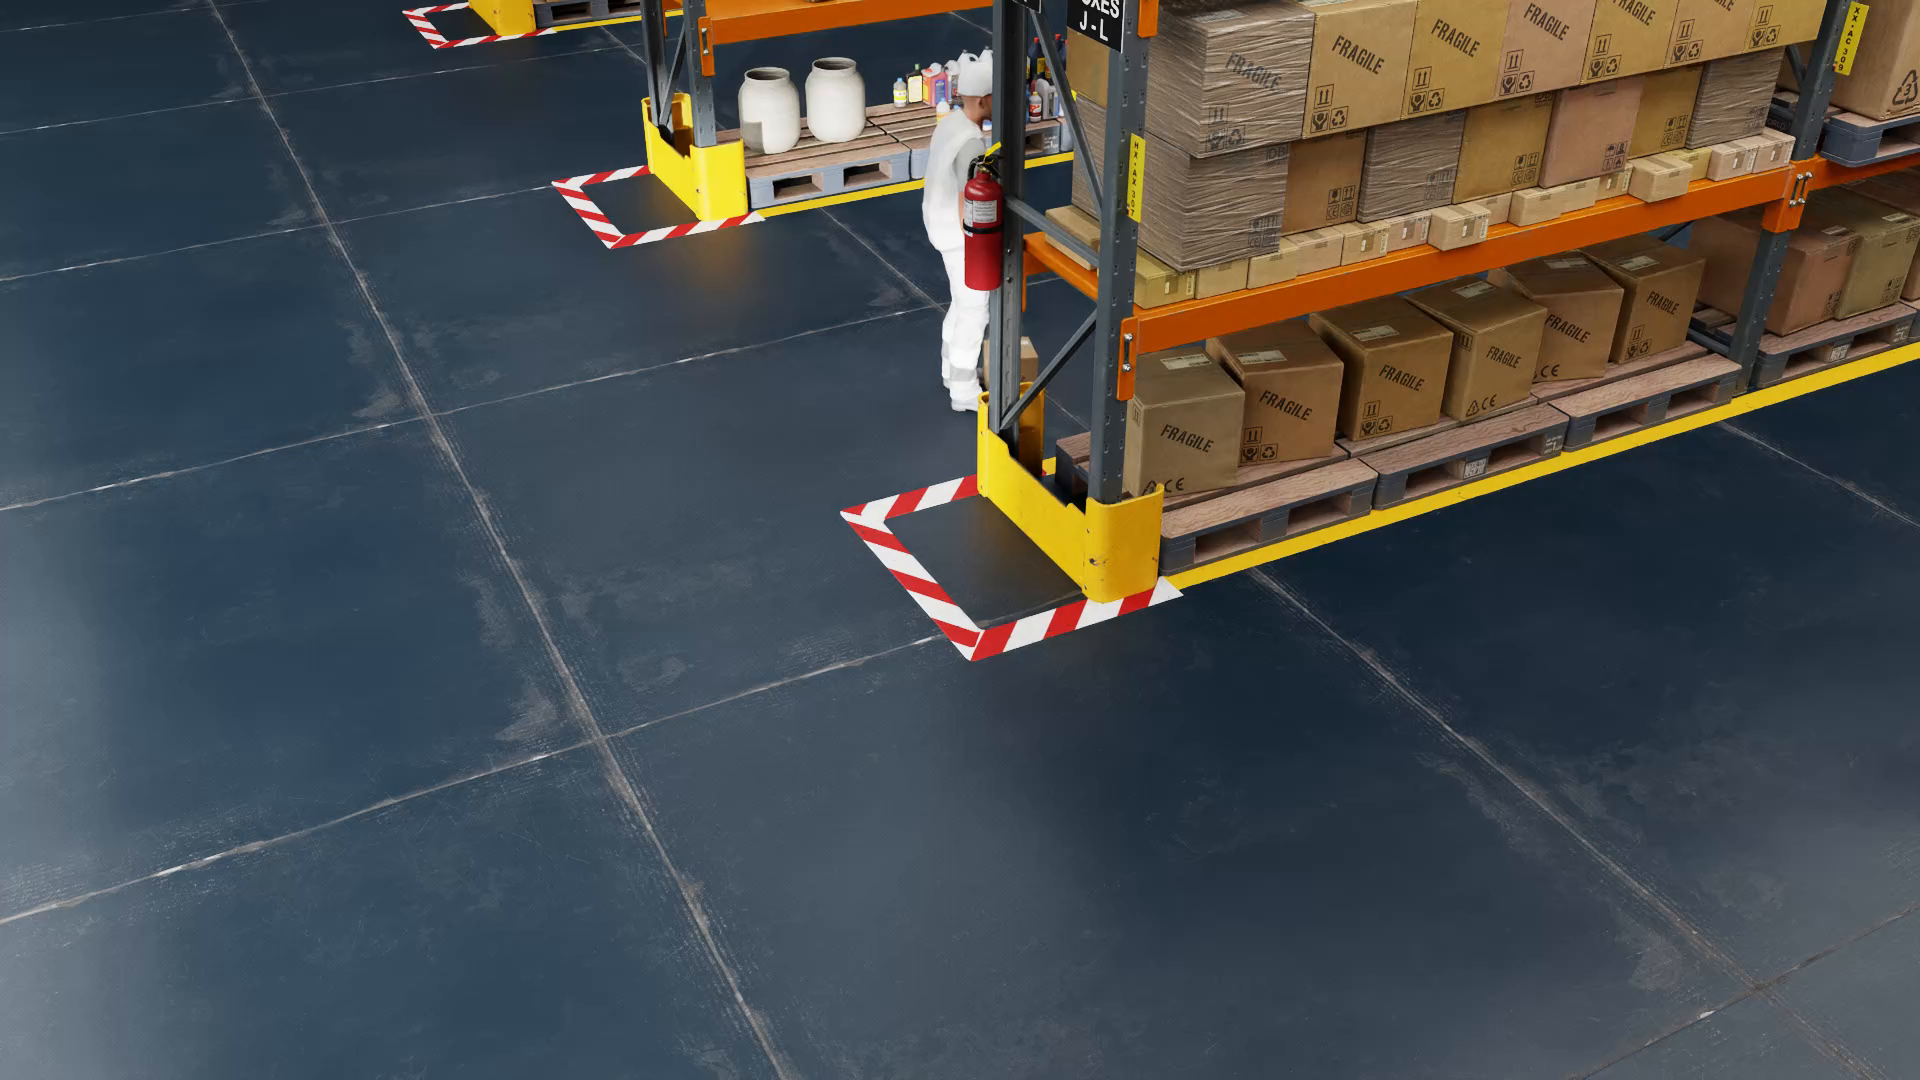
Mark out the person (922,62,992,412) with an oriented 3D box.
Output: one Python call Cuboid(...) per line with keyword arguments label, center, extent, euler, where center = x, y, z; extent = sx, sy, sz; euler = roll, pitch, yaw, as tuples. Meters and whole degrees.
Cuboid(label="person", center=(0.046, -1.555, 8.544), extent=(0.453, 1.778, 0.616), euler=(-6, 33, -9))
